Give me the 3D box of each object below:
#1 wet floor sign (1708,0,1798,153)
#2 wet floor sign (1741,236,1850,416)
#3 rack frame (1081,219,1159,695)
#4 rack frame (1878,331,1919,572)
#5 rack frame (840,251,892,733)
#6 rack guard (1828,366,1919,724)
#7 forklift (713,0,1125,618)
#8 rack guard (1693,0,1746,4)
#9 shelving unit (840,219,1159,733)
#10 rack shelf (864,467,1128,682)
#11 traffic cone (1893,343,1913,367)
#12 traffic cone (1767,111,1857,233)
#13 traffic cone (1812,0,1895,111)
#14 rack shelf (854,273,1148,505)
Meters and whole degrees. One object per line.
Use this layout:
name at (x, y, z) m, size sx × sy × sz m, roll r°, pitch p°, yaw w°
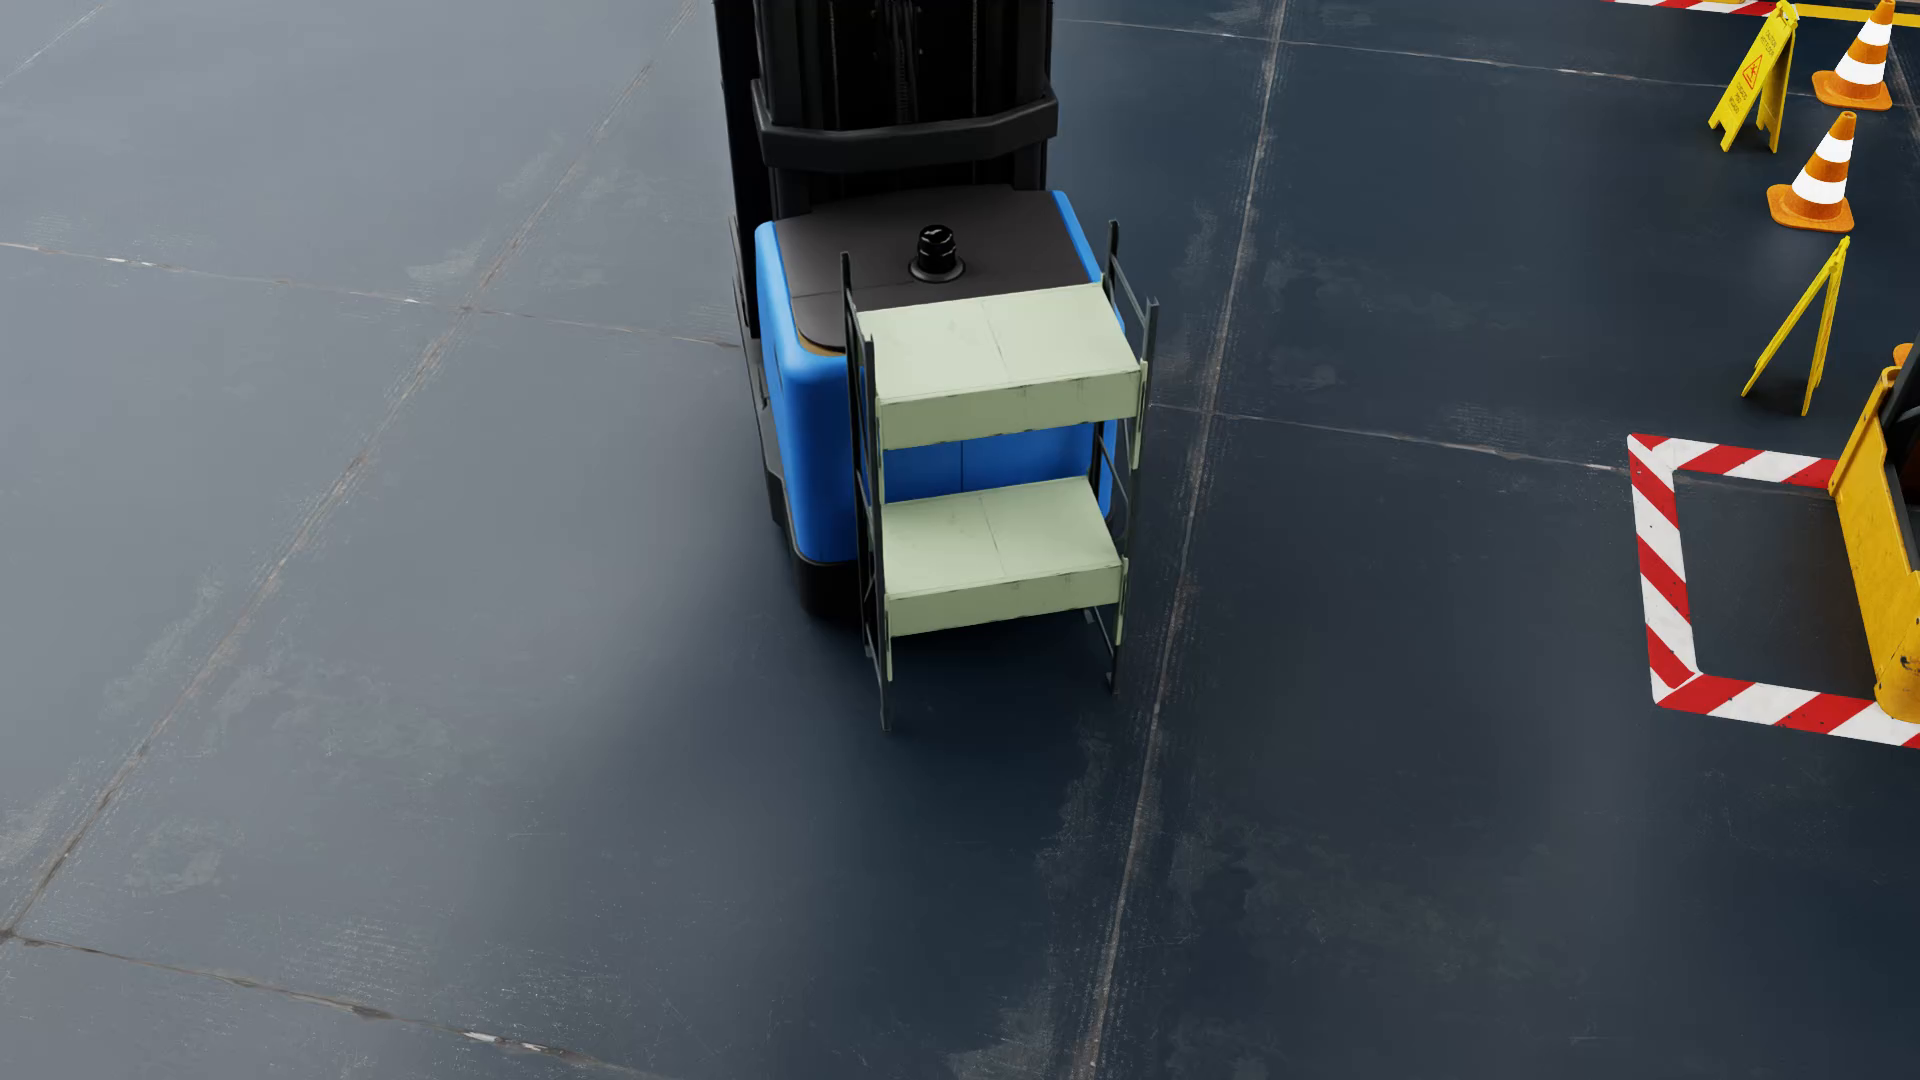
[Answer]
wet floor sign at (3.610, -2.090, 7.456) m, size 0.232 × 0.644 × 0.267 m, roll 2°, pitch 44°, yaw 2°
wet floor sign at (3.136, -0.813, 6.130) m, size 0.232 × 0.644 × 0.267 m, roll 24°, pitch 49°, yaw 23°
rack frame at (0.452, -0.188, 4.864) m, size 0.023 × 1.500 × 0.400 m, roll -8°, pitch 45°, yaw -9°
rack frame at (3.088, -0.909, 4.531) m, size 0.127 × 3.000 × 1.000 m, roll 9°, pitch 45°, yaw 9°
rack frame at (-0.264, -0.083, 4.755) m, size 0.023 × 1.500 × 0.400 m, roll -8°, pitch 45°, yaw -9°
rack guard at (3.162, 0.003, 5.386) m, size 0.348 × 0.500 × 1.175 m, roll 9°, pitch 45°, yaw 9°
forklift at (-0.290, -1.838, 5.546) m, size 1.130 × 2.935 × 3.031 m, roll -8°, pitch 44°, yaw -8°
rack guard at (4.047, -3.377, 8.898) m, size 0.348 × 0.500 × 1.175 m, roll 9°, pitch 45°, yaw 9°
shelving unit at (0.094, -0.135, 4.809) m, size 0.755 × 1.500 × 0.431 m, roll -8°, pitch 45°, yaw -9°
rack shelf at (0.094, 0.100, 5.035) m, size 0.720 × 0.370 × 0.431 m, roll -8°, pitch 45°, yaw -9°
traffic cone at (3.790, -0.802, 6.250) m, size 0.334 × 0.463 × 0.336 m, roll 9°, pitch 45°, yaw 9°
traffic cone at (3.700, -1.605, 7.084) m, size 0.334 × 0.463 × 0.336 m, roll 9°, pitch 45°, yaw 9°
traffic cone at (4.279, -2.318, 7.825) m, size 0.334 × 0.463 × 0.336 m, roll 9°, pitch 45°, yaw 9°
rack shelf at (0.094, -0.416, 4.538) m, size 0.720 × 0.370 × 0.431 m, roll -8°, pitch 45°, yaw -9°
